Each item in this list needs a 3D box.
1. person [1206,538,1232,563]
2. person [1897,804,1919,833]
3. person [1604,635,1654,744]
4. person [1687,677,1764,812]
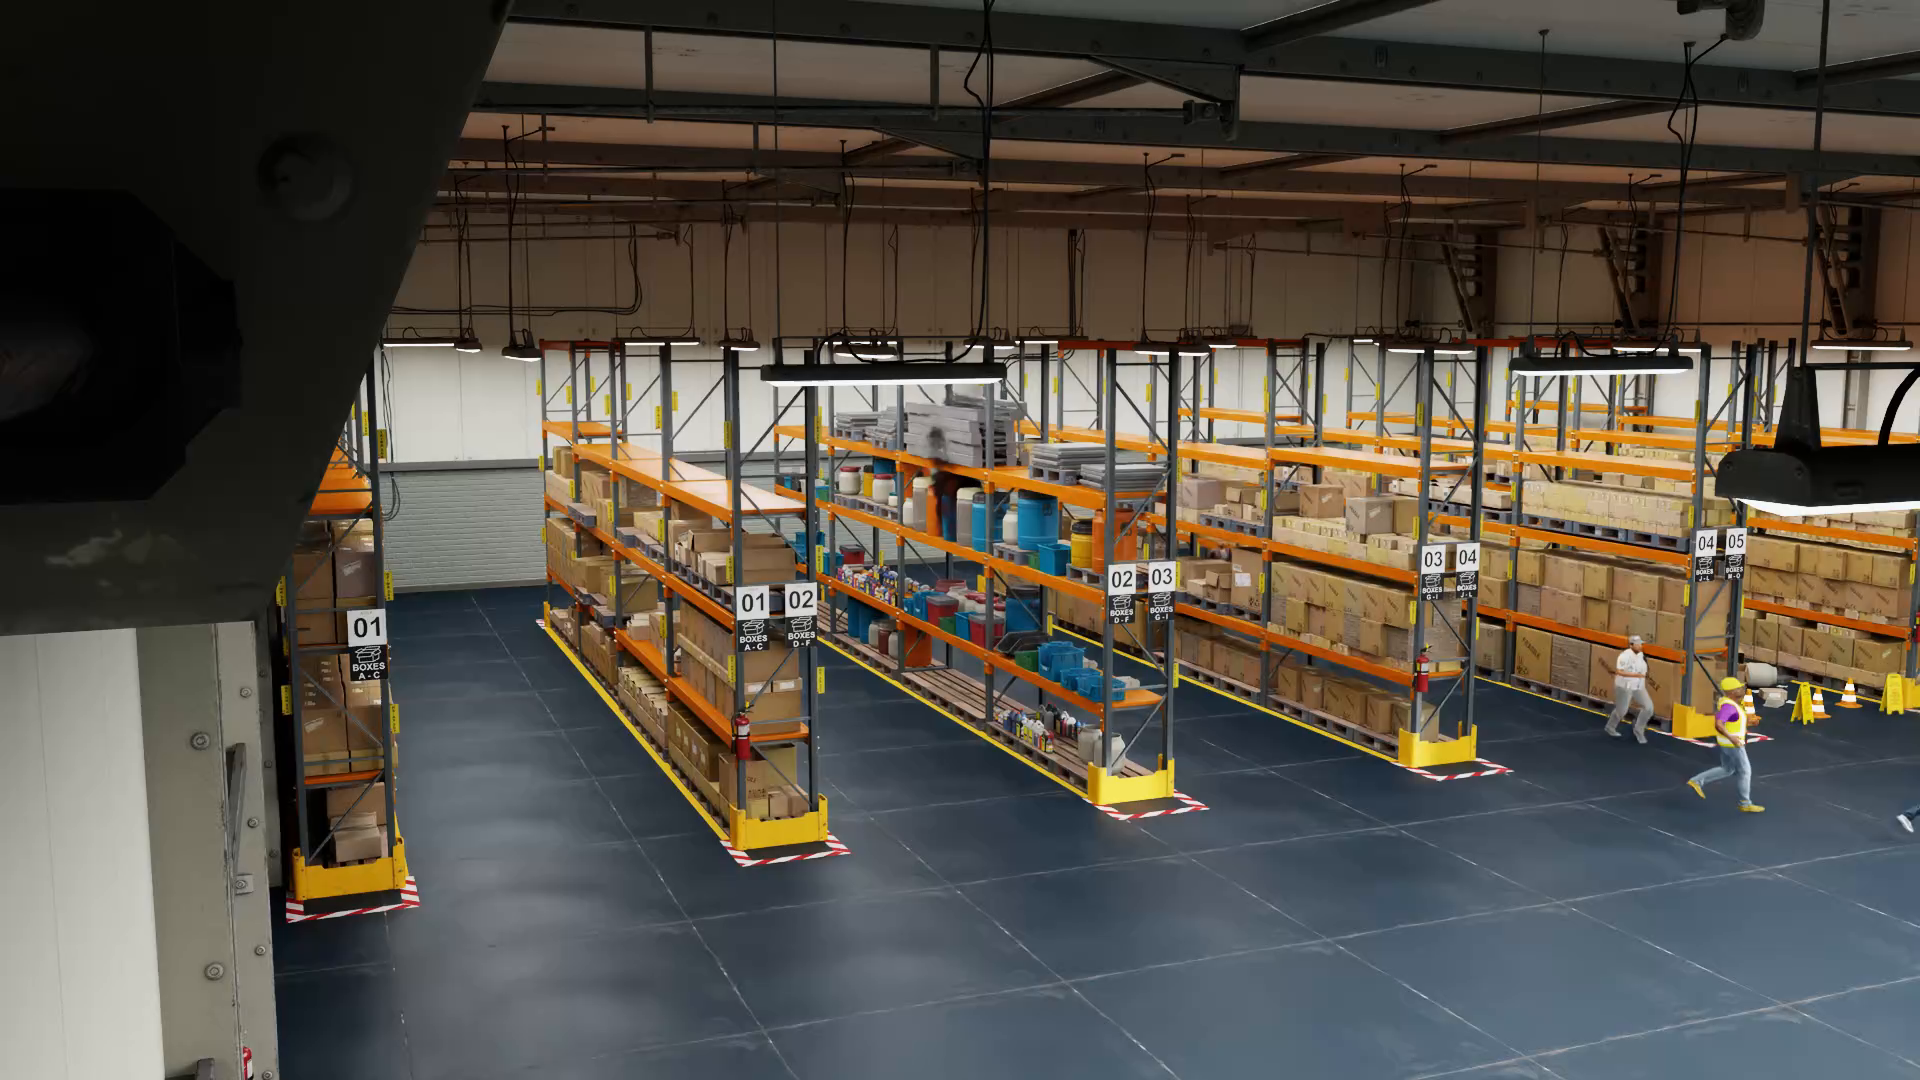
[{"bbox_3d":[5.658,0.792,36.030,0.706,1.763,0.761,-2,8,-16],"label":"person"},{"bbox_3d":[11.930,2.920,20.241,0.841,1.570,0.546,1,7,8],"label":"person"},{"bbox_3d":[10.161,2.258,25.237,0.615,1.682,0.783,-3,8,-21],"label":"person"},{"bbox_3d":[10.019,2.649,21.663,0.929,1.747,0.713,2,8,16],"label":"person"}]
